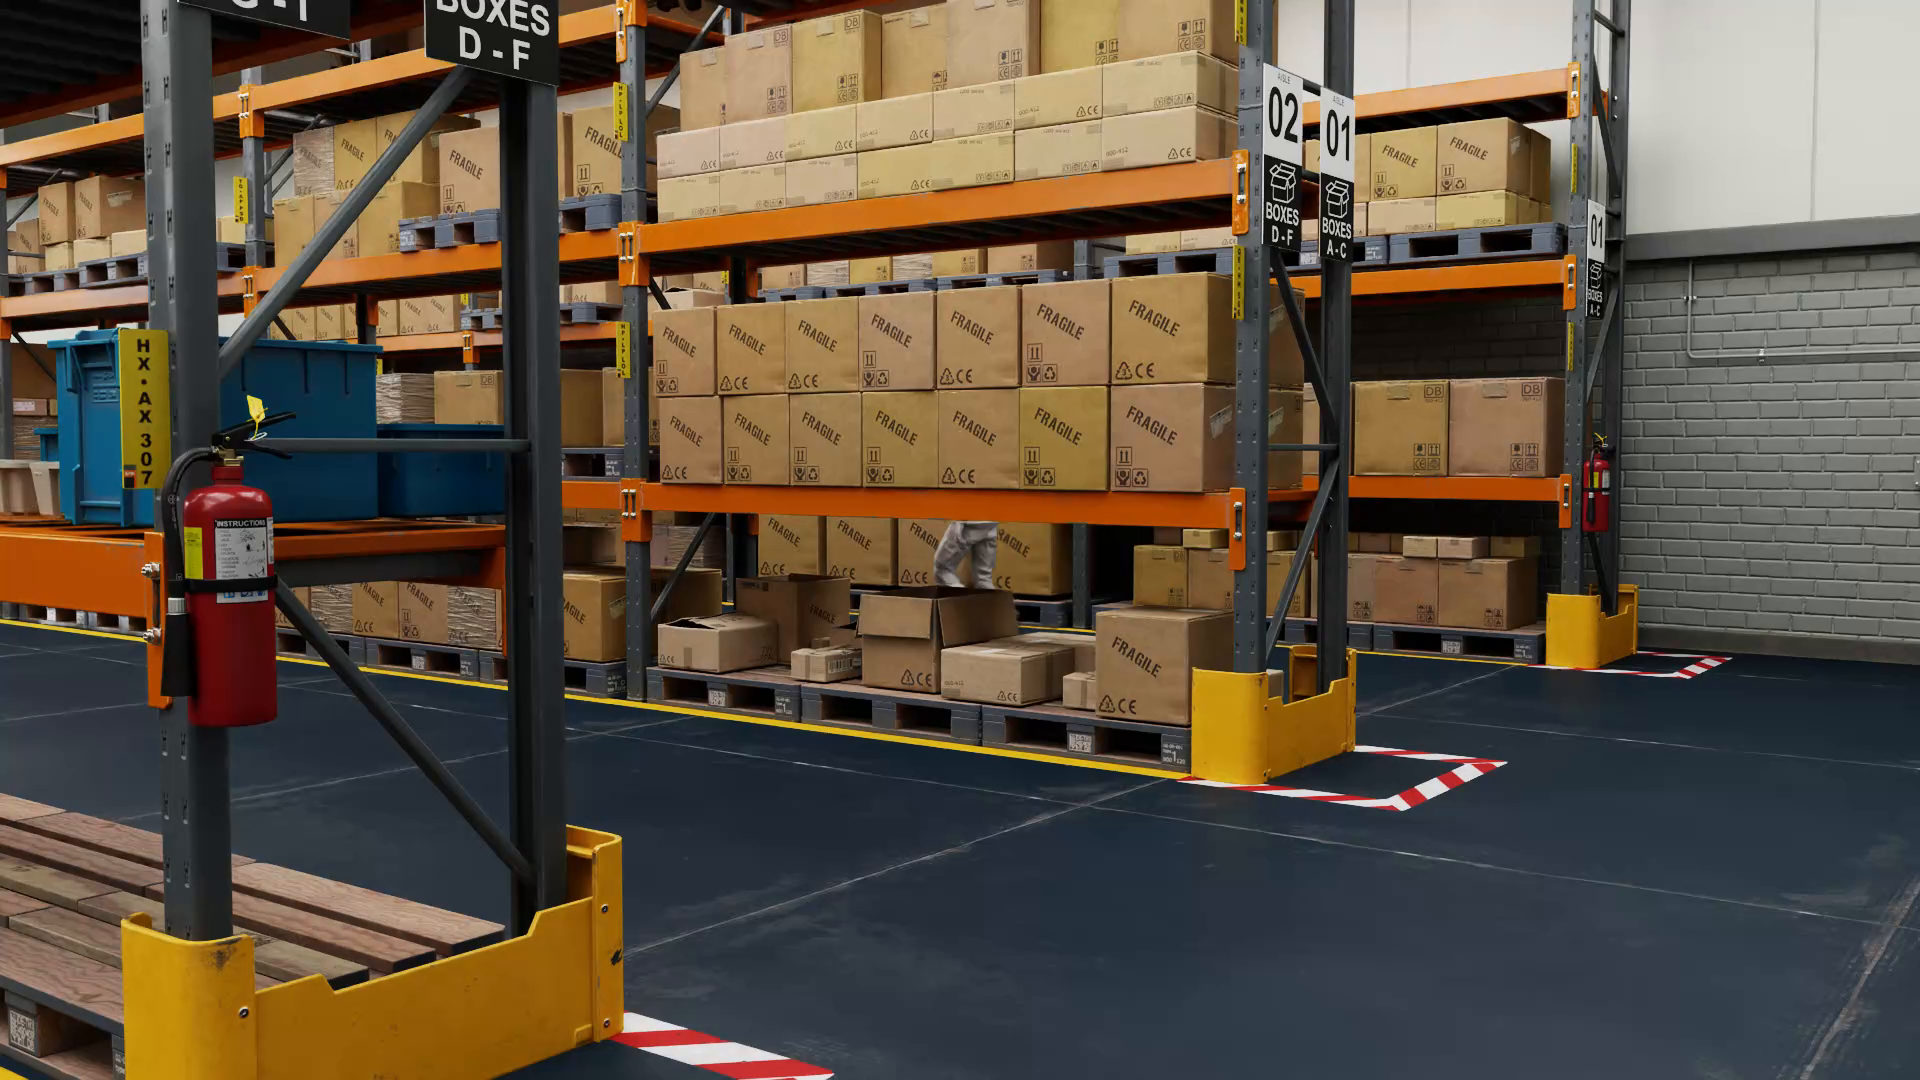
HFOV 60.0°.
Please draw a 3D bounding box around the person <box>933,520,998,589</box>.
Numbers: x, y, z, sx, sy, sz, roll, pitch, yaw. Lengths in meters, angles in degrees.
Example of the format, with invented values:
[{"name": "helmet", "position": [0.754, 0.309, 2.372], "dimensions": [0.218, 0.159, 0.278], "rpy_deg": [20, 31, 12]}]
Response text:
[{"name": "person", "position": [0.082, -0.087, 12.443], "dimensions": [0.539, 1.812, 0.449], "rpy_deg": [-3, 4, -44]}]
